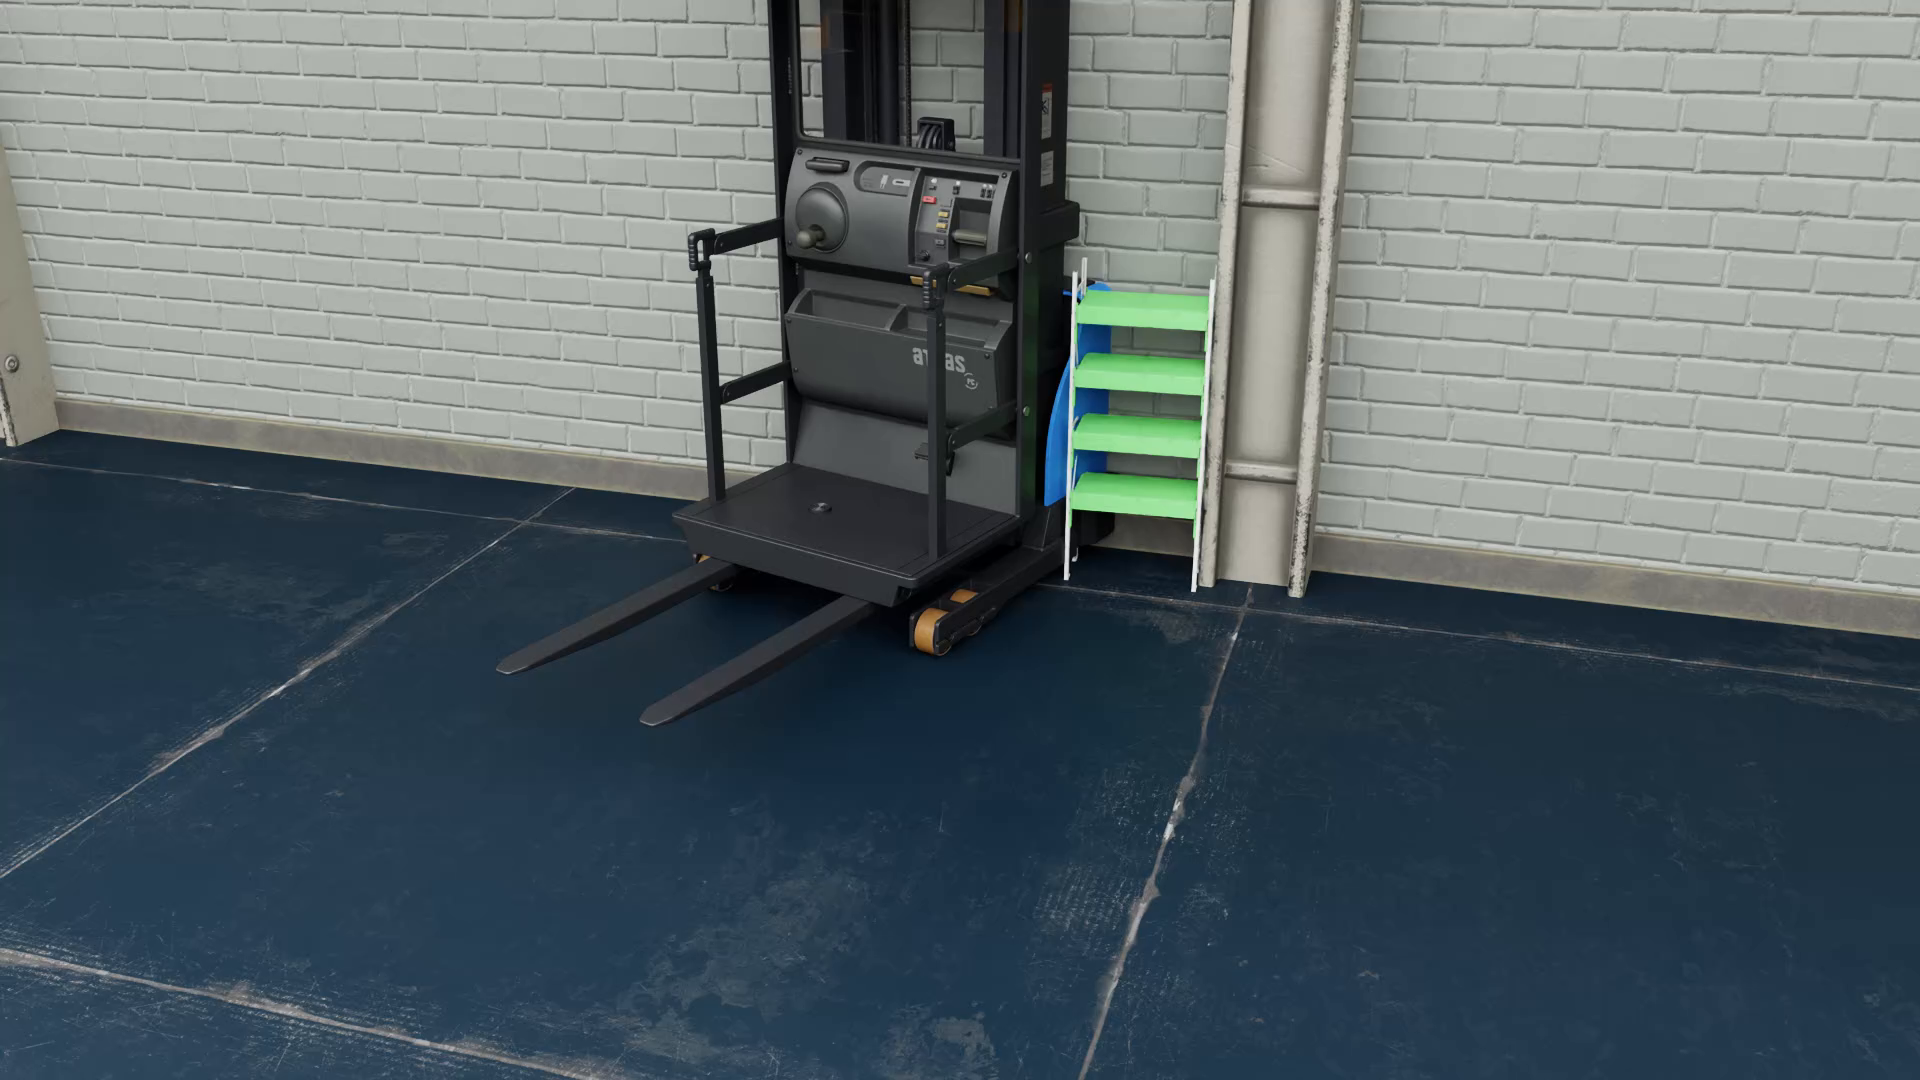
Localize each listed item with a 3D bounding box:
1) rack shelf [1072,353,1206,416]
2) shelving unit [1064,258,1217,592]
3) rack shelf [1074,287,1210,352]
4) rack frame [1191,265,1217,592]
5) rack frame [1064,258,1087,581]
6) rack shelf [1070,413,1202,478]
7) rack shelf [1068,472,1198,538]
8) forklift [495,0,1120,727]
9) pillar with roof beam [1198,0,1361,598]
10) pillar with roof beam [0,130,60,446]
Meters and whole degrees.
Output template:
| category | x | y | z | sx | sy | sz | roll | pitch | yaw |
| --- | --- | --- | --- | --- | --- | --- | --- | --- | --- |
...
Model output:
| category | x | y | z | sx | sy | sz | roll | pitch | yaw |
| --- | --- | --- | --- | --- | --- | --- | --- | --- | --- |
| rack shelf | 0.673 | -0.585 | 6.148 | 0.480 | 0.148 | 0.258 | 5 | 23 | 12 |
| shelving unit | 0.672 | -0.422 | 6.215 | 0.503 | 1.200 | 0.258 | 5 | 23 | 12 |
| rack shelf | 0.673 | -0.807 | 6.055 | 0.480 | 0.148 | 0.258 | 5 | 23 | 12 |
| rack frame | 0.911 | -0.401 | 6.166 | 0.015 | 1.200 | 0.240 | 5 | 23 | 12 |
| rack frame | 0.434 | -0.443 | 6.264 | 0.015 | 1.200 | 0.240 | 5 | 23 | 12 |
| rack shelf | 0.672 | -0.363 | 6.240 | 0.480 | 0.148 | 0.258 | 5 | 23 | 12 |
| rack shelf | 0.672 | -0.142 | 6.332 | 0.480 | 0.148 | 0.258 | 5 | 23 | 12 |
| forklift | -0.346 | -1.156 | 5.727 | 1.130 | 2.935 | 3.031 | 14 | 26 | 31 |
| pillar with roof beam | -0.101 | -2.460 | 0.910 | 0.400 | 9.000 | 9.100 | 7 | 23 | 16 |
| pillar with roof beam | -5.845 | -3.118 | 2.513 | 0.400 | 9.000 | 9.100 | 7 | 23 | 16 |
